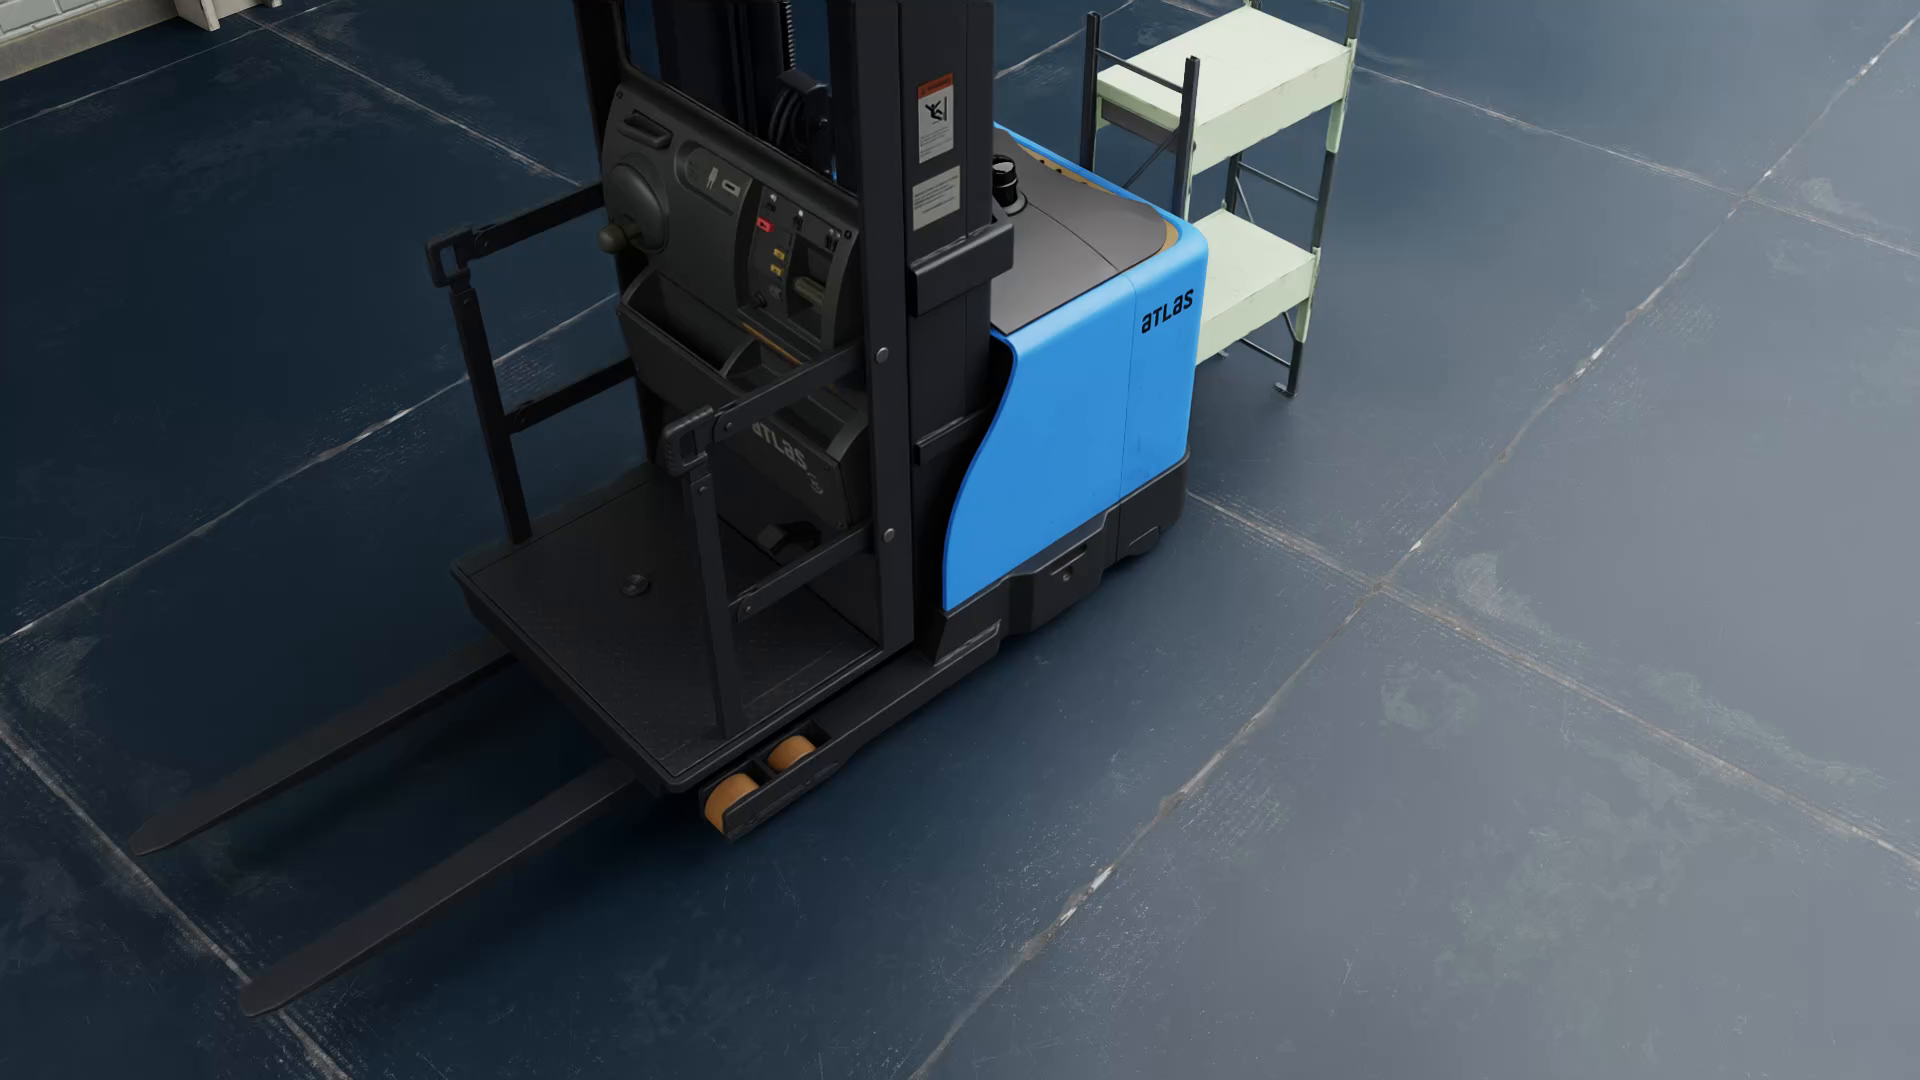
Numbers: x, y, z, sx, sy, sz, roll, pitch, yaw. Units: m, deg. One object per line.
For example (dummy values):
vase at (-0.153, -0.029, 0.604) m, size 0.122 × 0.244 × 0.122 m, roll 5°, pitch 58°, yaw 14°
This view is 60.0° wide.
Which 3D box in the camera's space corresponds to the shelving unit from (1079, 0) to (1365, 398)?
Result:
shelving unit at (0.767, -0.987, 5.221) m, size 0.755 × 1.500 × 0.431 m, roll -32°, pitch 51°, yaw -30°

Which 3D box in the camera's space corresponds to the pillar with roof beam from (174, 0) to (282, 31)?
pillar with roof beam at (-0.263, -4.053, 3.018) m, size 9.100 × 9.000 × 0.400 m, roll 29°, pitch 50°, yaw 28°

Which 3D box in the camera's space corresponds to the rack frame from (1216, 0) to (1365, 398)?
rack frame at (1.035, -1.154, 5.405) m, size 0.023 × 1.500 × 0.400 m, roll -32°, pitch 51°, yaw -30°

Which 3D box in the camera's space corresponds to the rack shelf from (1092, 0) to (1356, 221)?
rack shelf at (0.767, -1.276, 4.958) m, size 0.720 × 0.370 × 0.431 m, roll -32°, pitch 51°, yaw -30°

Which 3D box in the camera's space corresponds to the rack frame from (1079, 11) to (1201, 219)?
rack frame at (0.498, -0.820, 5.037) m, size 0.023 × 1.500 × 0.400 m, roll -32°, pitch 51°, yaw -30°

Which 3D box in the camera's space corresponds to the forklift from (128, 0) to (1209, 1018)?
forklift at (-0.717, -0.701, 3.842) m, size 3.031 × 2.935 × 1.130 m, roll -32°, pitch 51°, yaw -30°

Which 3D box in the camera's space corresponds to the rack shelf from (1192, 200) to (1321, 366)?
rack shelf at (0.767, -0.746, 5.440) m, size 0.720 × 0.370 × 0.431 m, roll -32°, pitch 51°, yaw -30°
